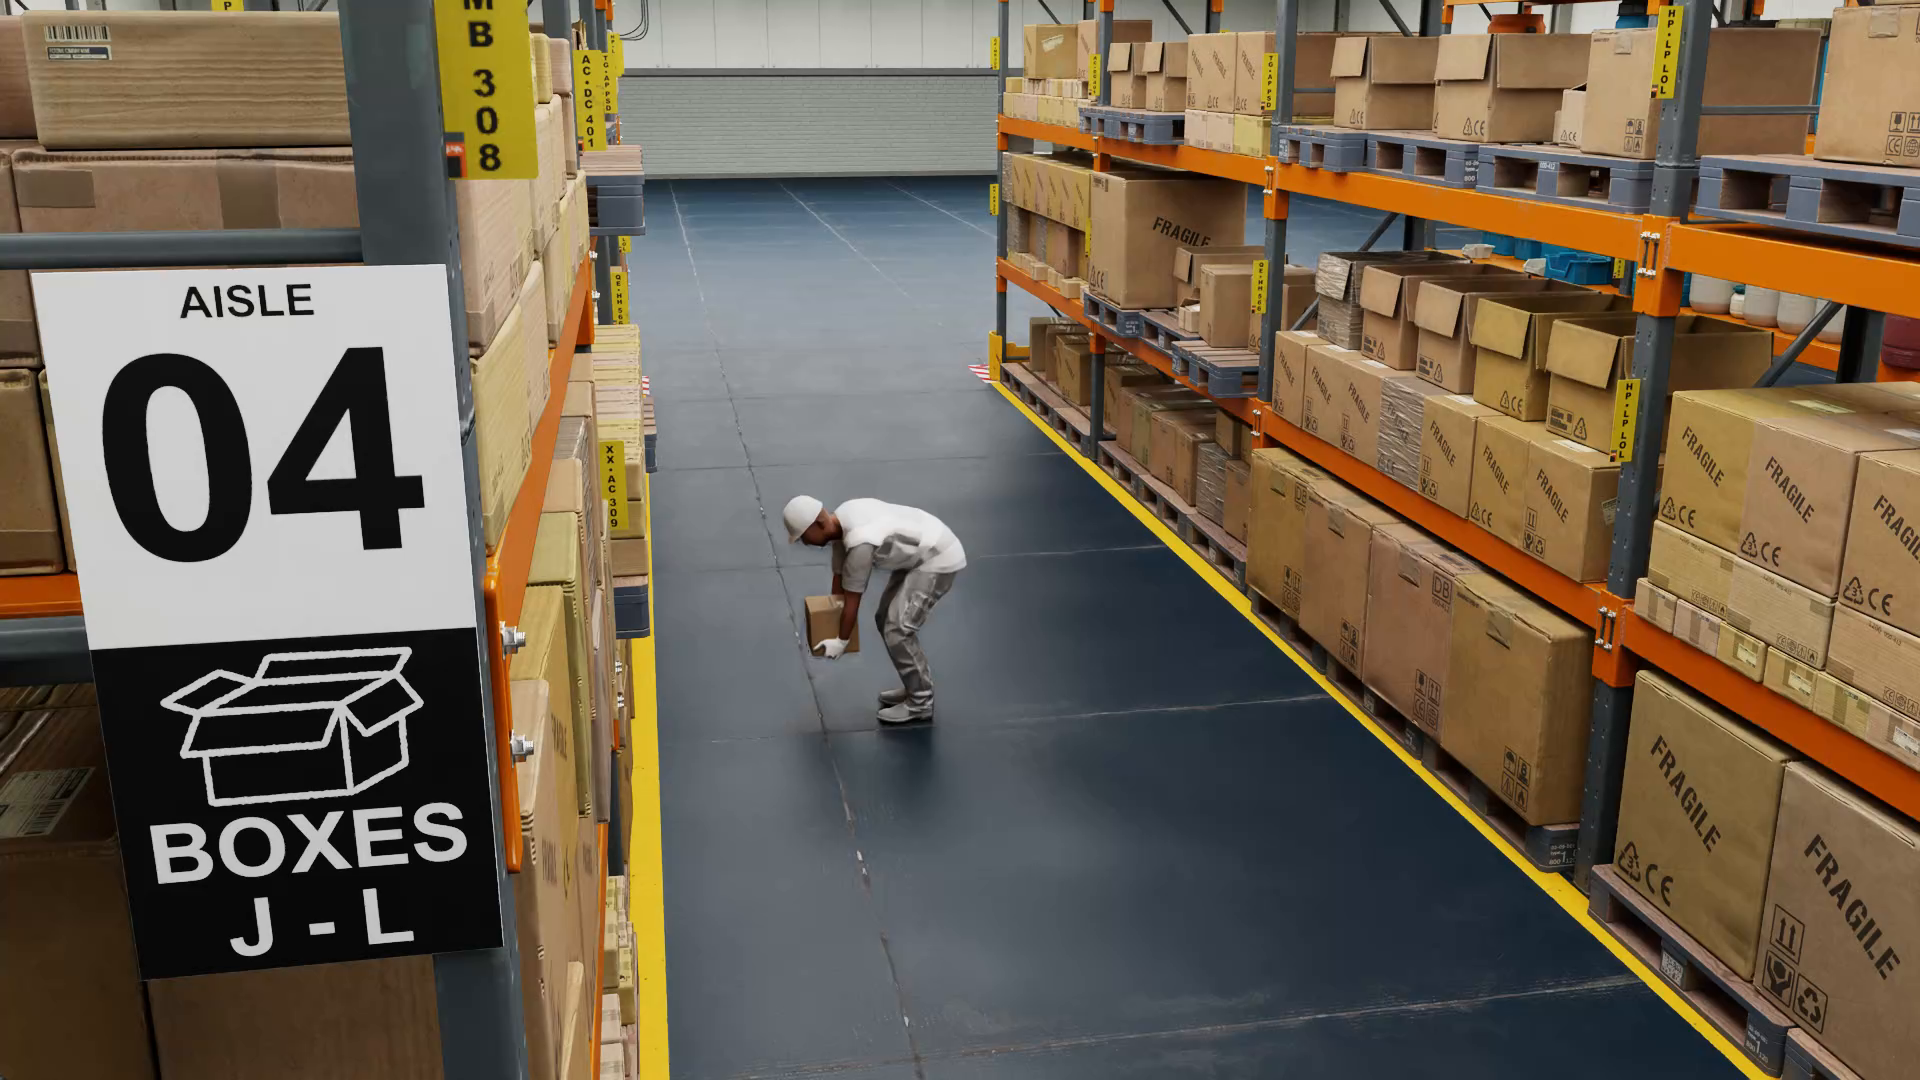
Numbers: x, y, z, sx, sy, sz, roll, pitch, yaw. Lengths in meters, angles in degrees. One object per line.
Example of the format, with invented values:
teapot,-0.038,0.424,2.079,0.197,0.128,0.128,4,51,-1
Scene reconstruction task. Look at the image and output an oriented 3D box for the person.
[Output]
person,-0.447,0.344,8.783,0.953,1.239,0.517,-4,17,-13
